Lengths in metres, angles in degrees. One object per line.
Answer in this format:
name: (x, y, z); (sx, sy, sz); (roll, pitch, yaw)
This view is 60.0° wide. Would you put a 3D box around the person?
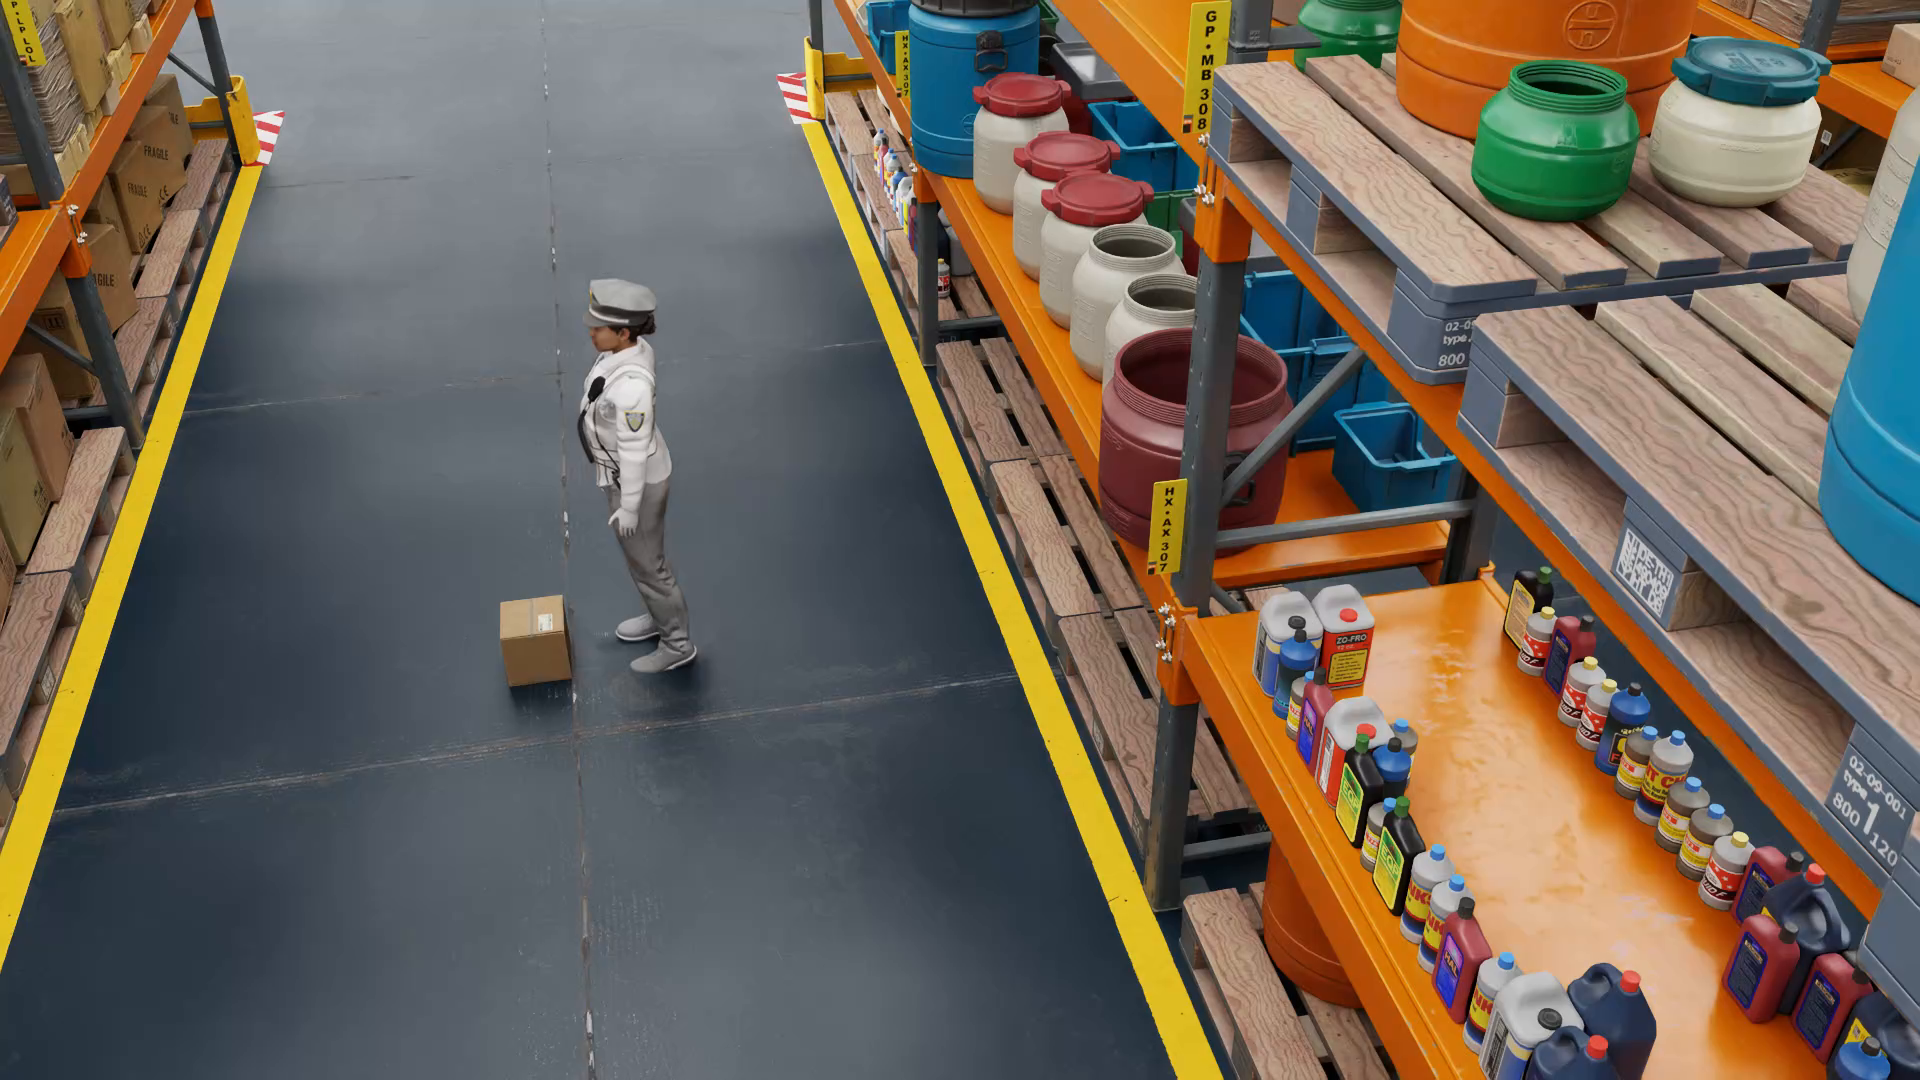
person: (-1.394, 0.090, 6.636); (0.847, 0.964, 0.494); (-7, 35, -11)
